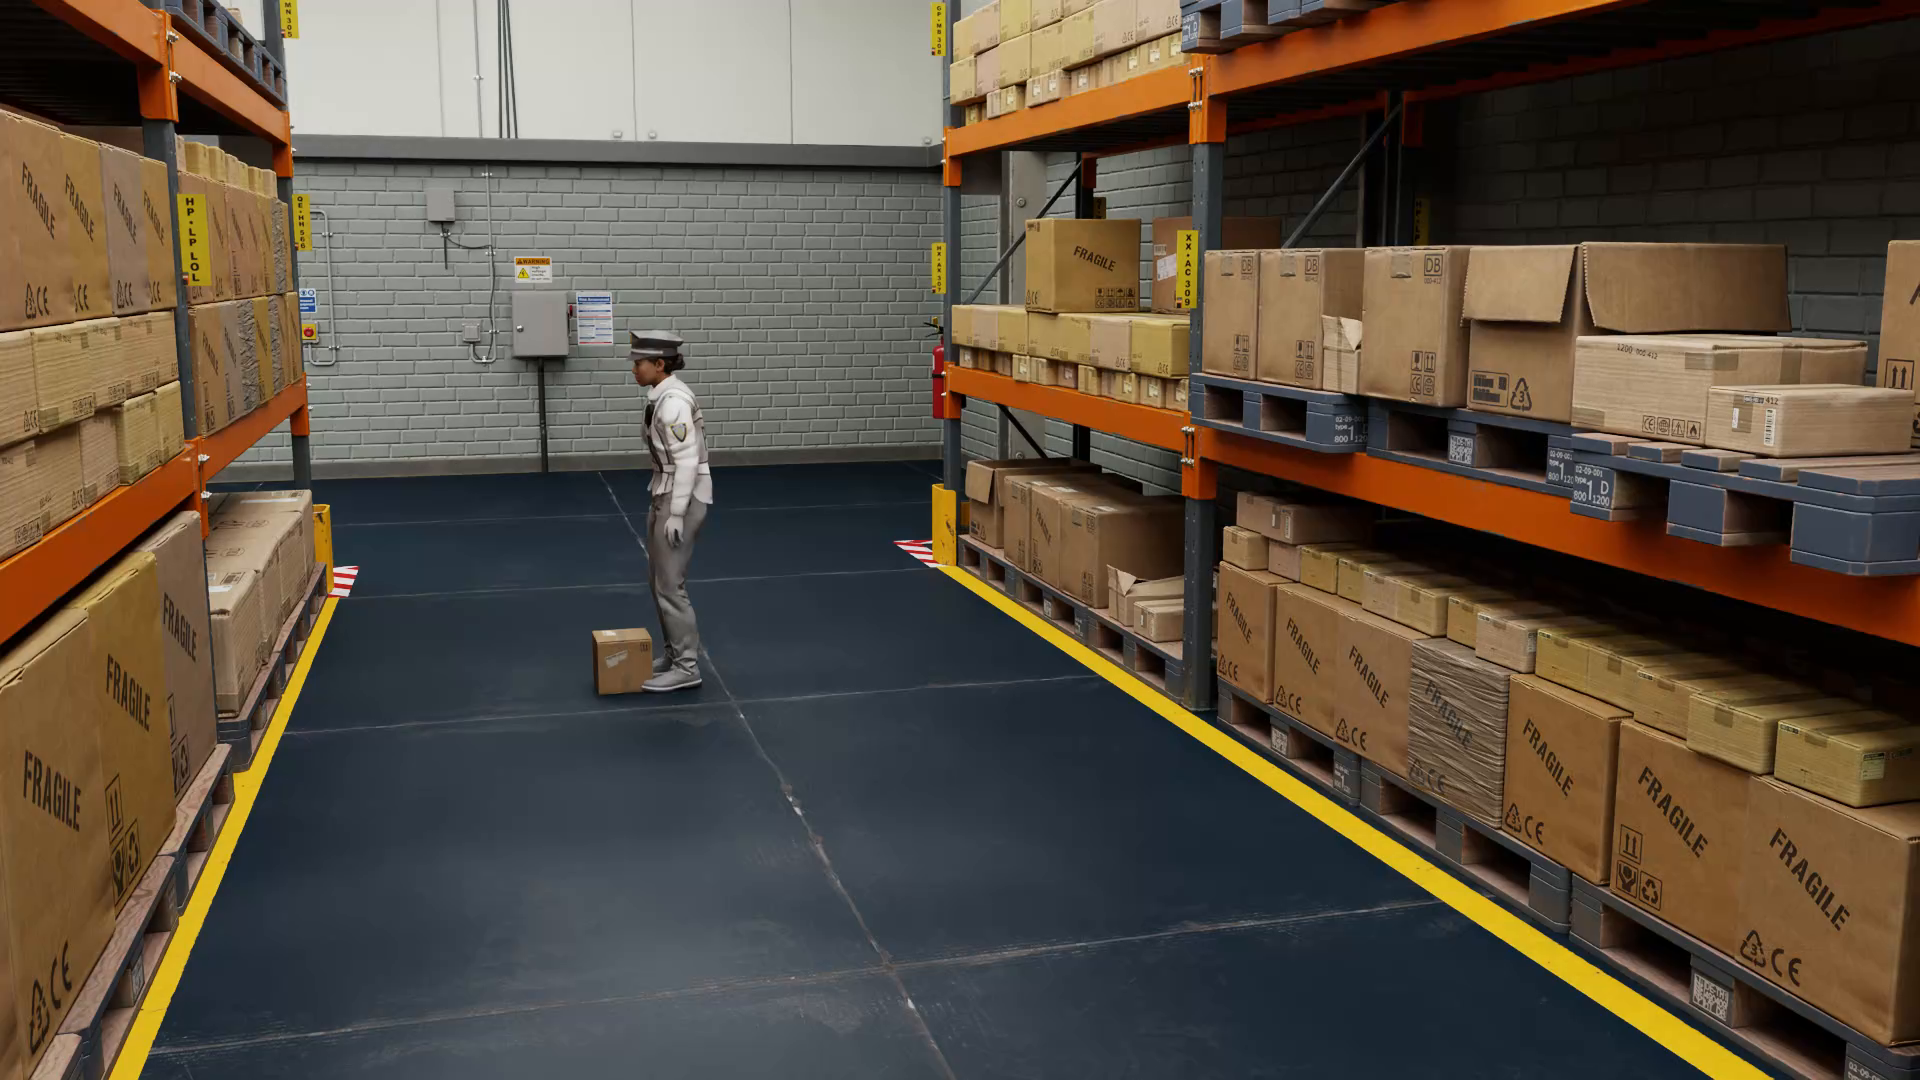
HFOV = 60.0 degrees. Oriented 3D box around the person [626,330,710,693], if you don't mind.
[{"bbox_3d":[-1.365,-0.148,7.767,0.359,1.662,0.463,-3,10,-19],"label":"person"}]
